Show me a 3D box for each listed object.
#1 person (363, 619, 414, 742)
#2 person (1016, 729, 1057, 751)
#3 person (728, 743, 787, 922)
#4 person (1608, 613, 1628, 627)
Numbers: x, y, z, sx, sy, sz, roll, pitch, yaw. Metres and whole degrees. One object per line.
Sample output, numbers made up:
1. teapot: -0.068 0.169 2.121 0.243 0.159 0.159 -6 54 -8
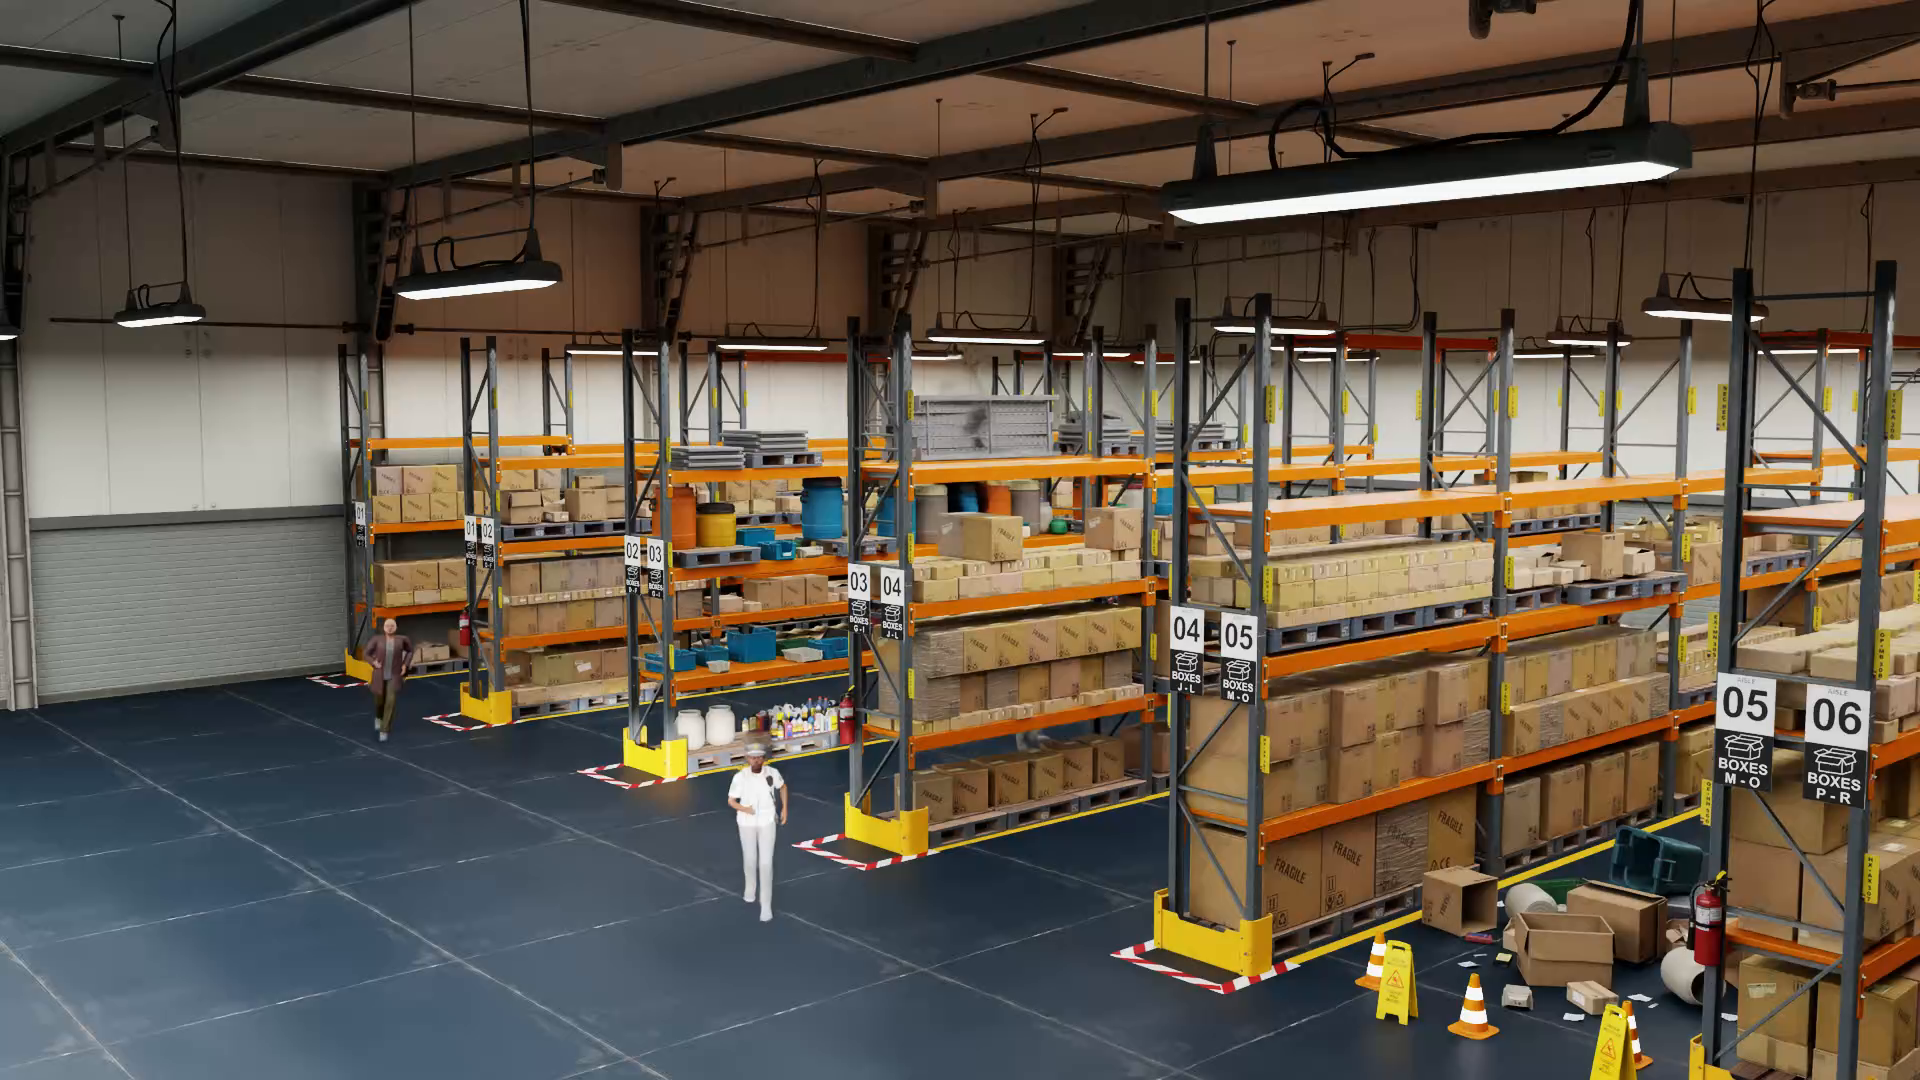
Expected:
1. person: -8.537 2.057 24.872 0.727 1.776 0.959 -2 5 -16
2. person: 1.007 2.305 22.627 0.781 1.670 0.635 -4 7 -41
3. person: -2.006 2.853 16.513 0.591 1.741 0.784 -1 5 -8
4. person: 10.398 1.924 26.521 0.715 1.741 0.862 5 7 44
